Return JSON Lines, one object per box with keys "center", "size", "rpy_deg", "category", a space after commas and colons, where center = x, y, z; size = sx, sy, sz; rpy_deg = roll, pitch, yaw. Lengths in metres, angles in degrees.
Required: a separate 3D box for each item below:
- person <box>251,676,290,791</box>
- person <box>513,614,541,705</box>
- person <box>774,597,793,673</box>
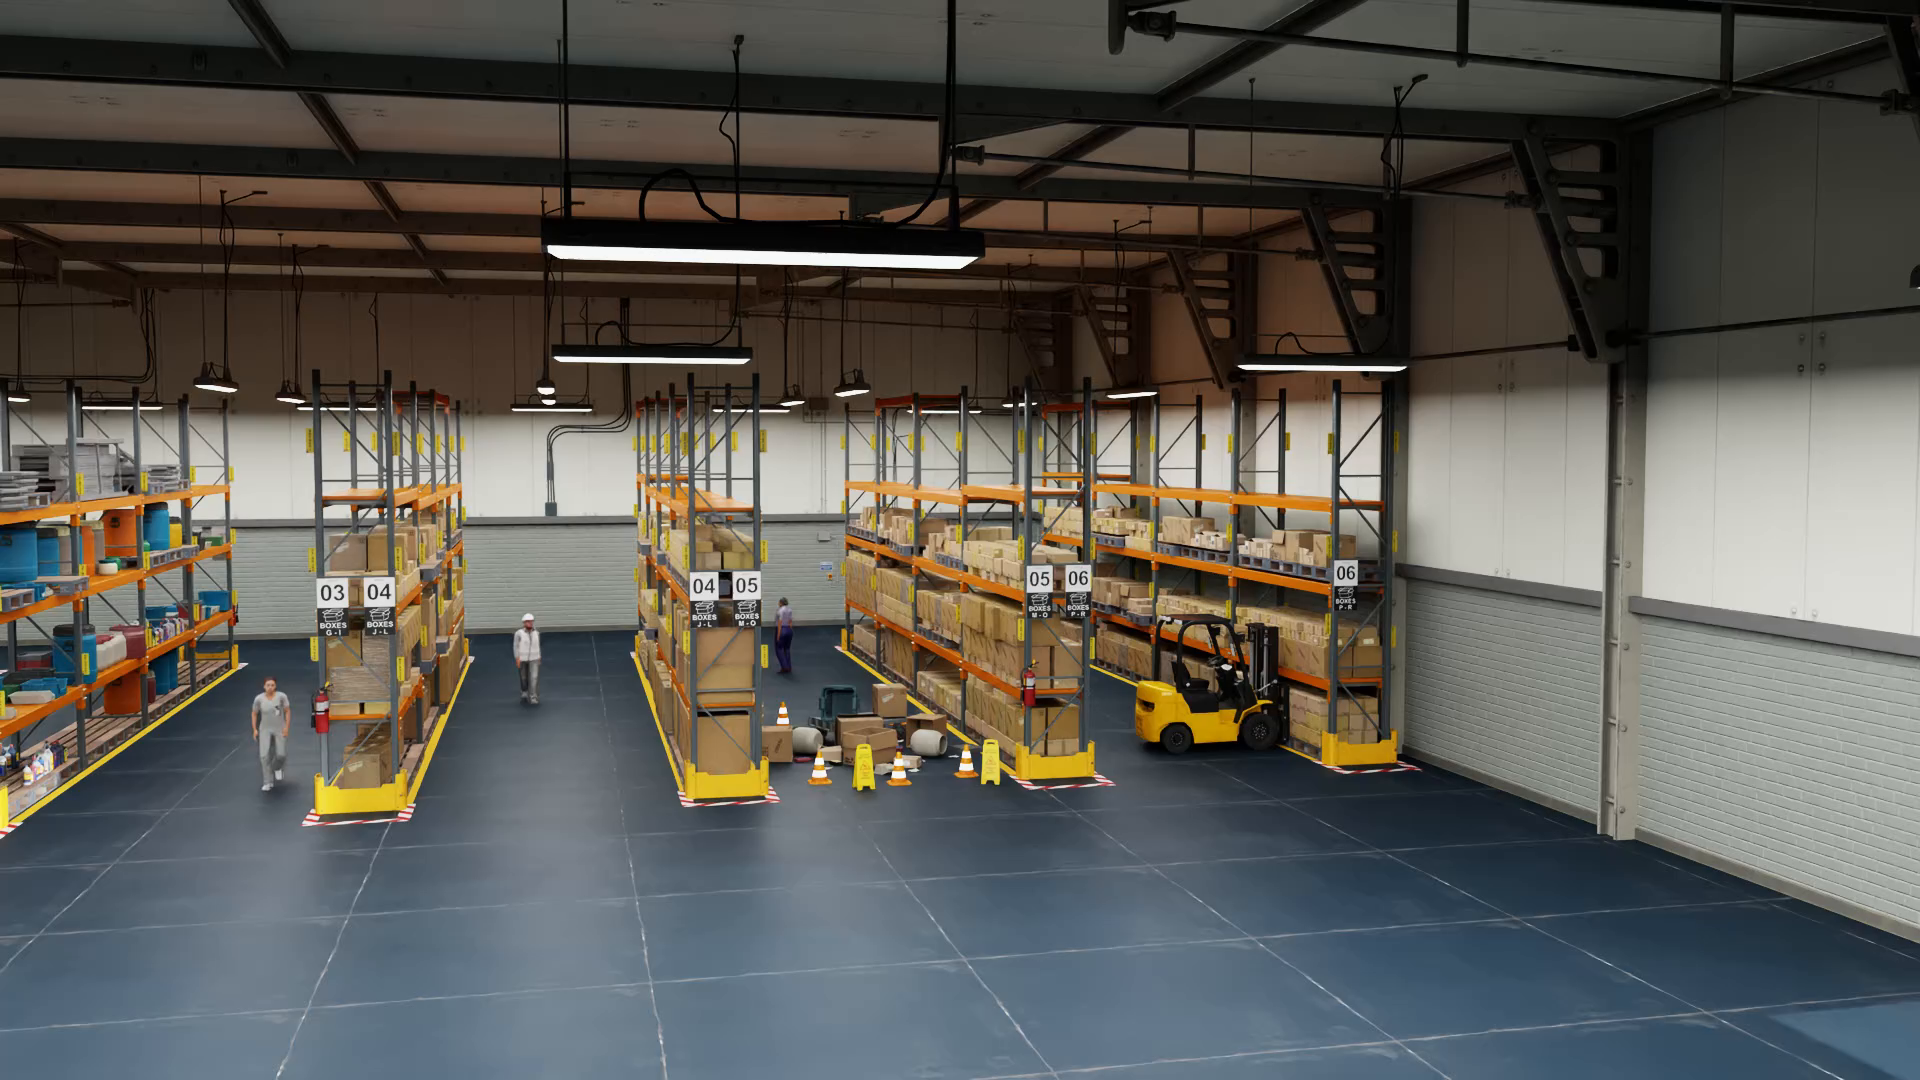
{"center": [-10.052, 2.784, 24.274], "size": [0.523, 1.654, 0.640], "rpy_deg": [-1, 4, -21], "category": "person"}
{"center": [-8.348, 2.285, 32.067], "size": [0.523, 1.720, 1.084], "rpy_deg": [-1, 3, -16], "category": "person"}
{"center": [-3.865, 2.104, 36.482], "size": [0.397, 1.712, 0.521], "rpy_deg": [2, 4, 35], "category": "person"}
